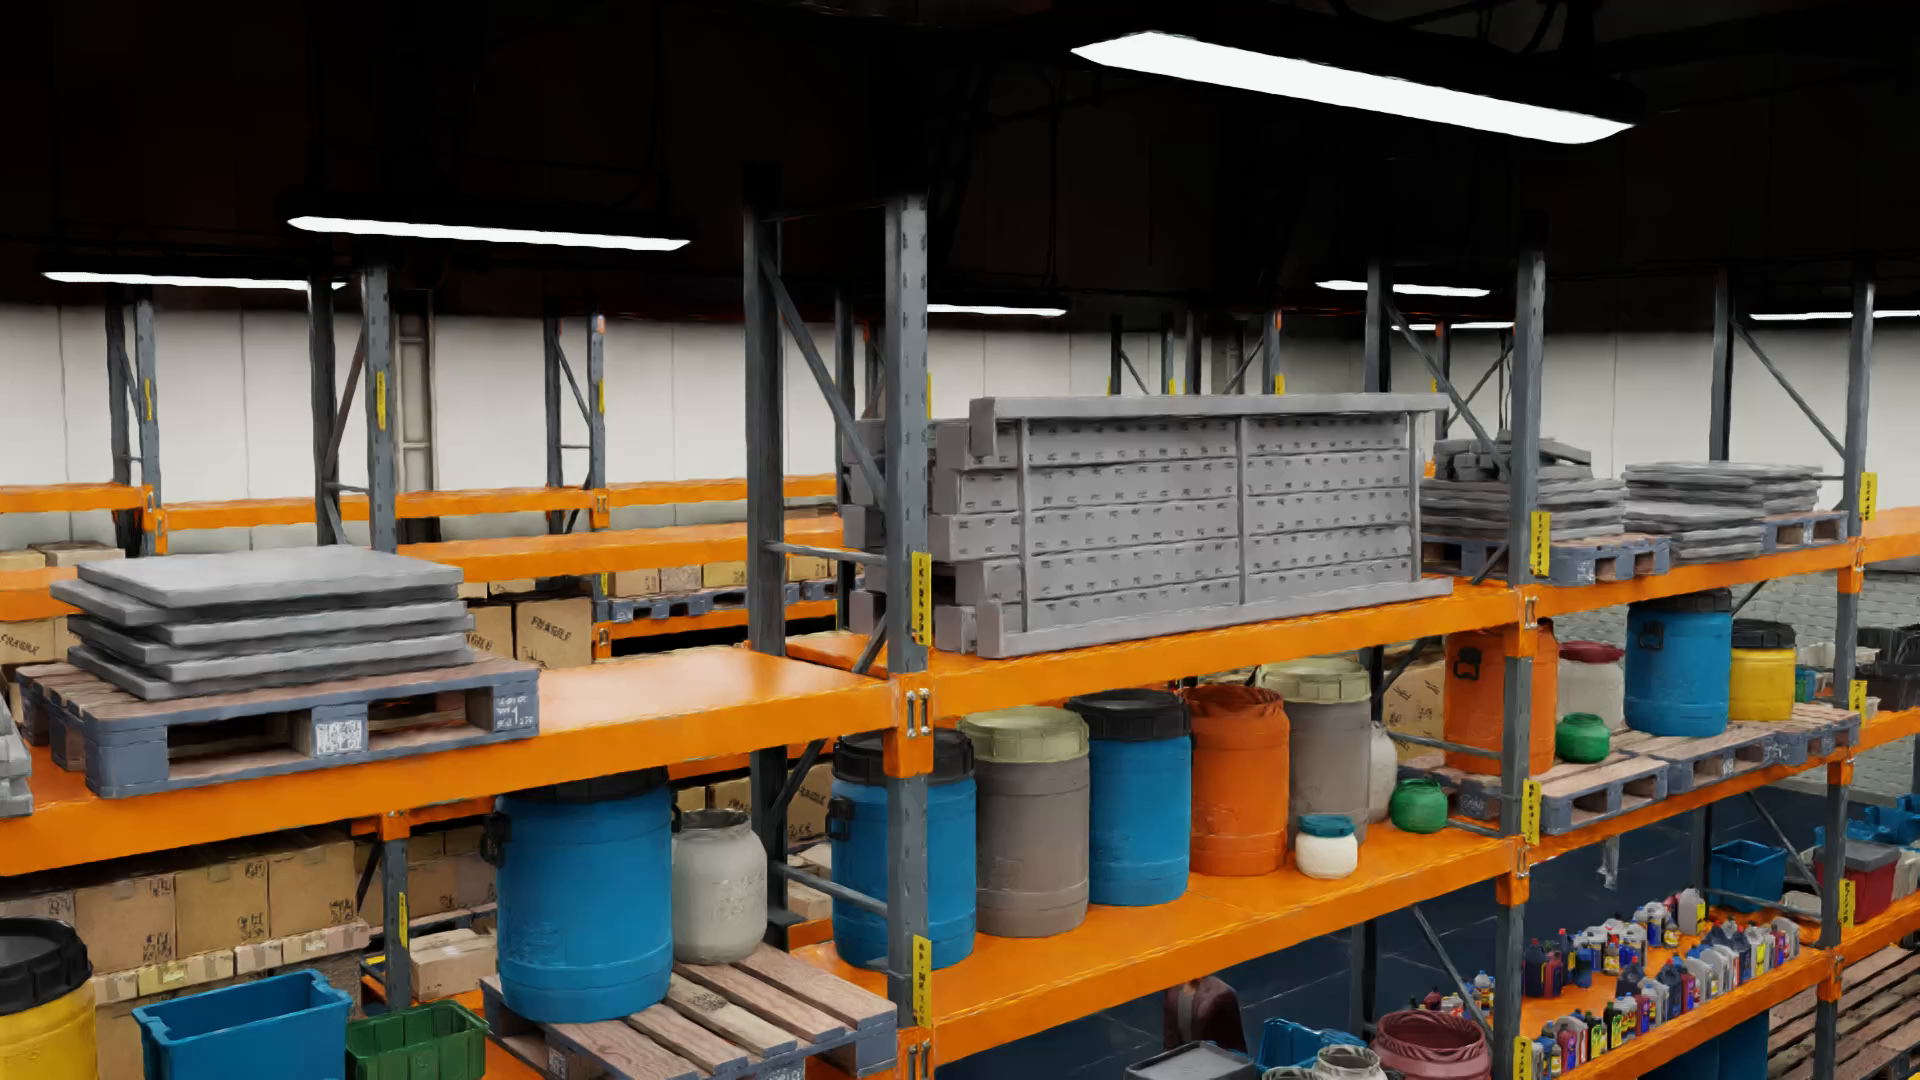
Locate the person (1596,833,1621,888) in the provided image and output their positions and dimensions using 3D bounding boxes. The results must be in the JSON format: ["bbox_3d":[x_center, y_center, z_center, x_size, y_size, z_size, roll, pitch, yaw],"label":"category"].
[{"bbox_3d":[6.710,2.703,17.142,0.615,1.645,0.630,5,7,40],"label":"person"}]

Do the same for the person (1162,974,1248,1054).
[{"bbox_3d":[1.474,3.306,10.370,1.193,1.698,0.598,-4,7,-38],"label":"person"}]
